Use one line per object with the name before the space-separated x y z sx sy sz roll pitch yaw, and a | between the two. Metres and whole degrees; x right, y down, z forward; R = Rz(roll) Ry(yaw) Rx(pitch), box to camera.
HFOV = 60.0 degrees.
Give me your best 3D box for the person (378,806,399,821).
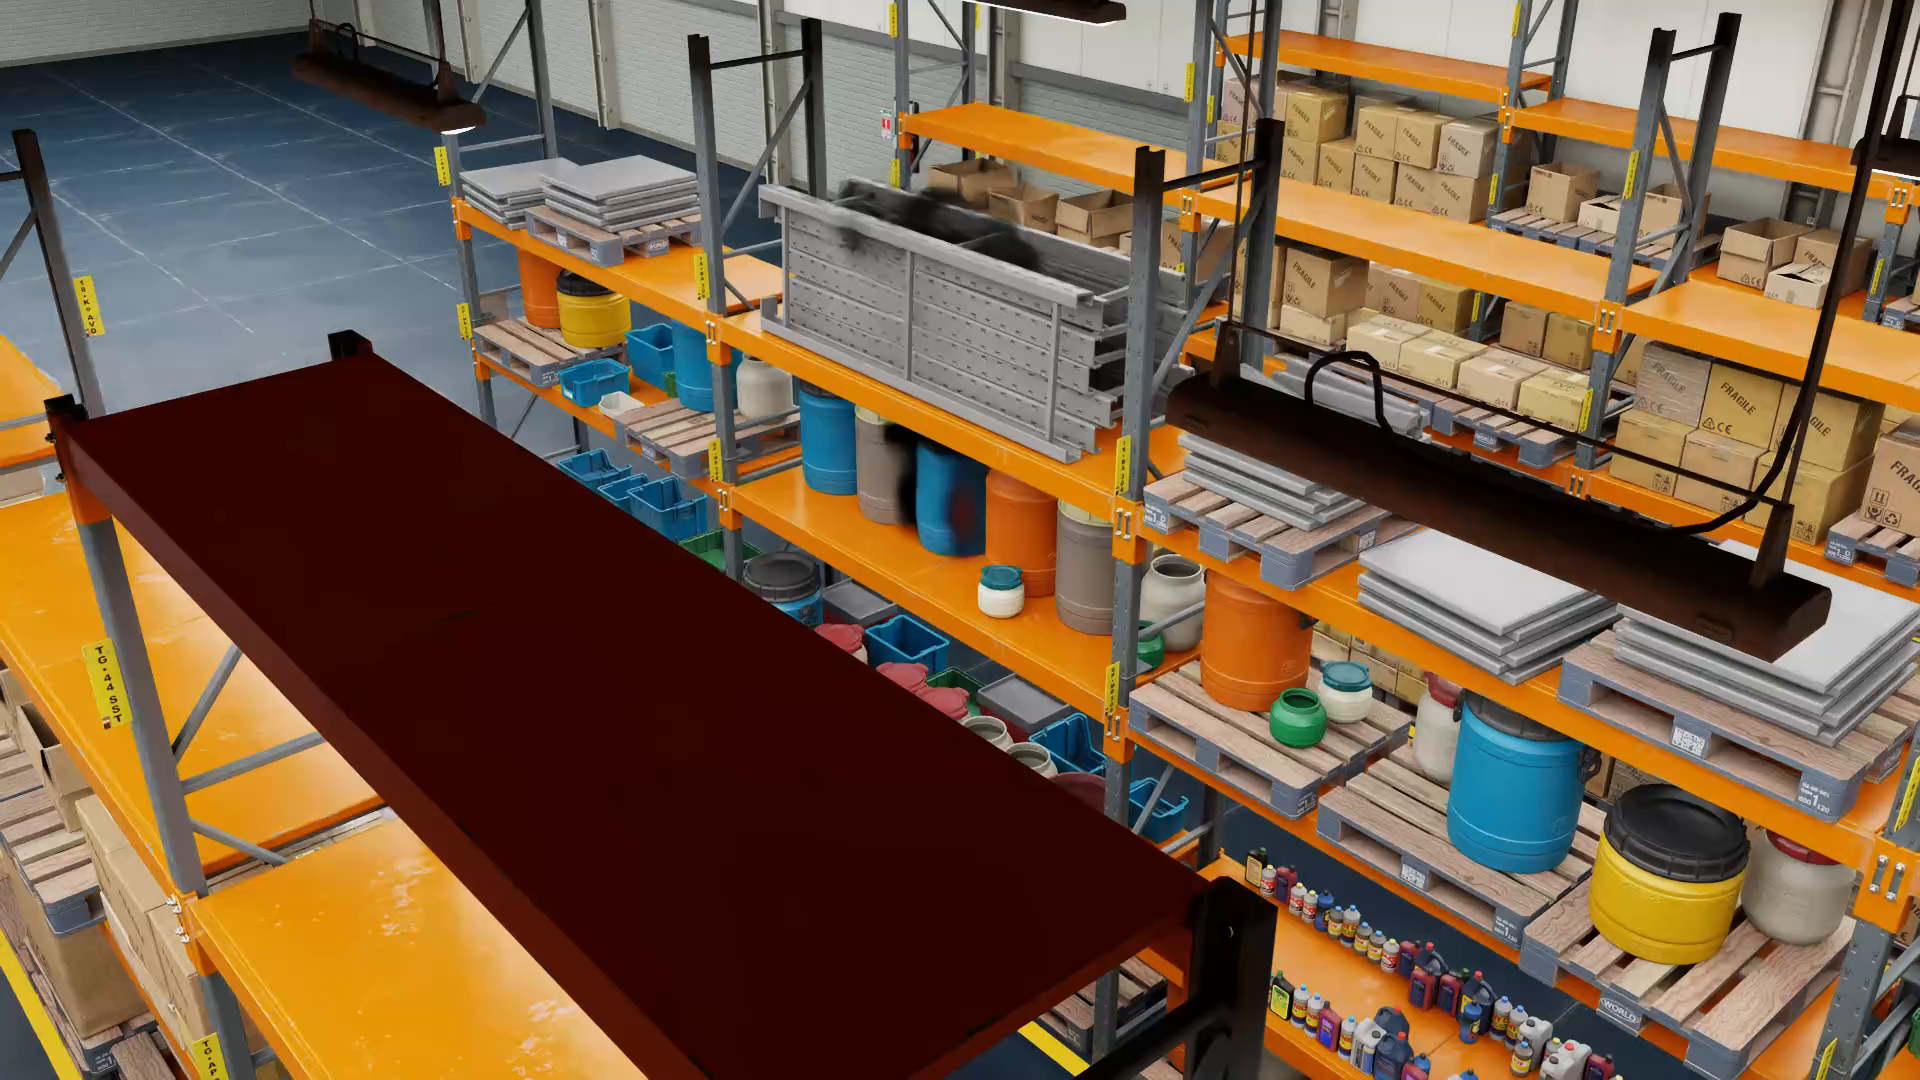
person | -3.986 1.951 11.841 0.565 1.728 0.688 22 34 36
